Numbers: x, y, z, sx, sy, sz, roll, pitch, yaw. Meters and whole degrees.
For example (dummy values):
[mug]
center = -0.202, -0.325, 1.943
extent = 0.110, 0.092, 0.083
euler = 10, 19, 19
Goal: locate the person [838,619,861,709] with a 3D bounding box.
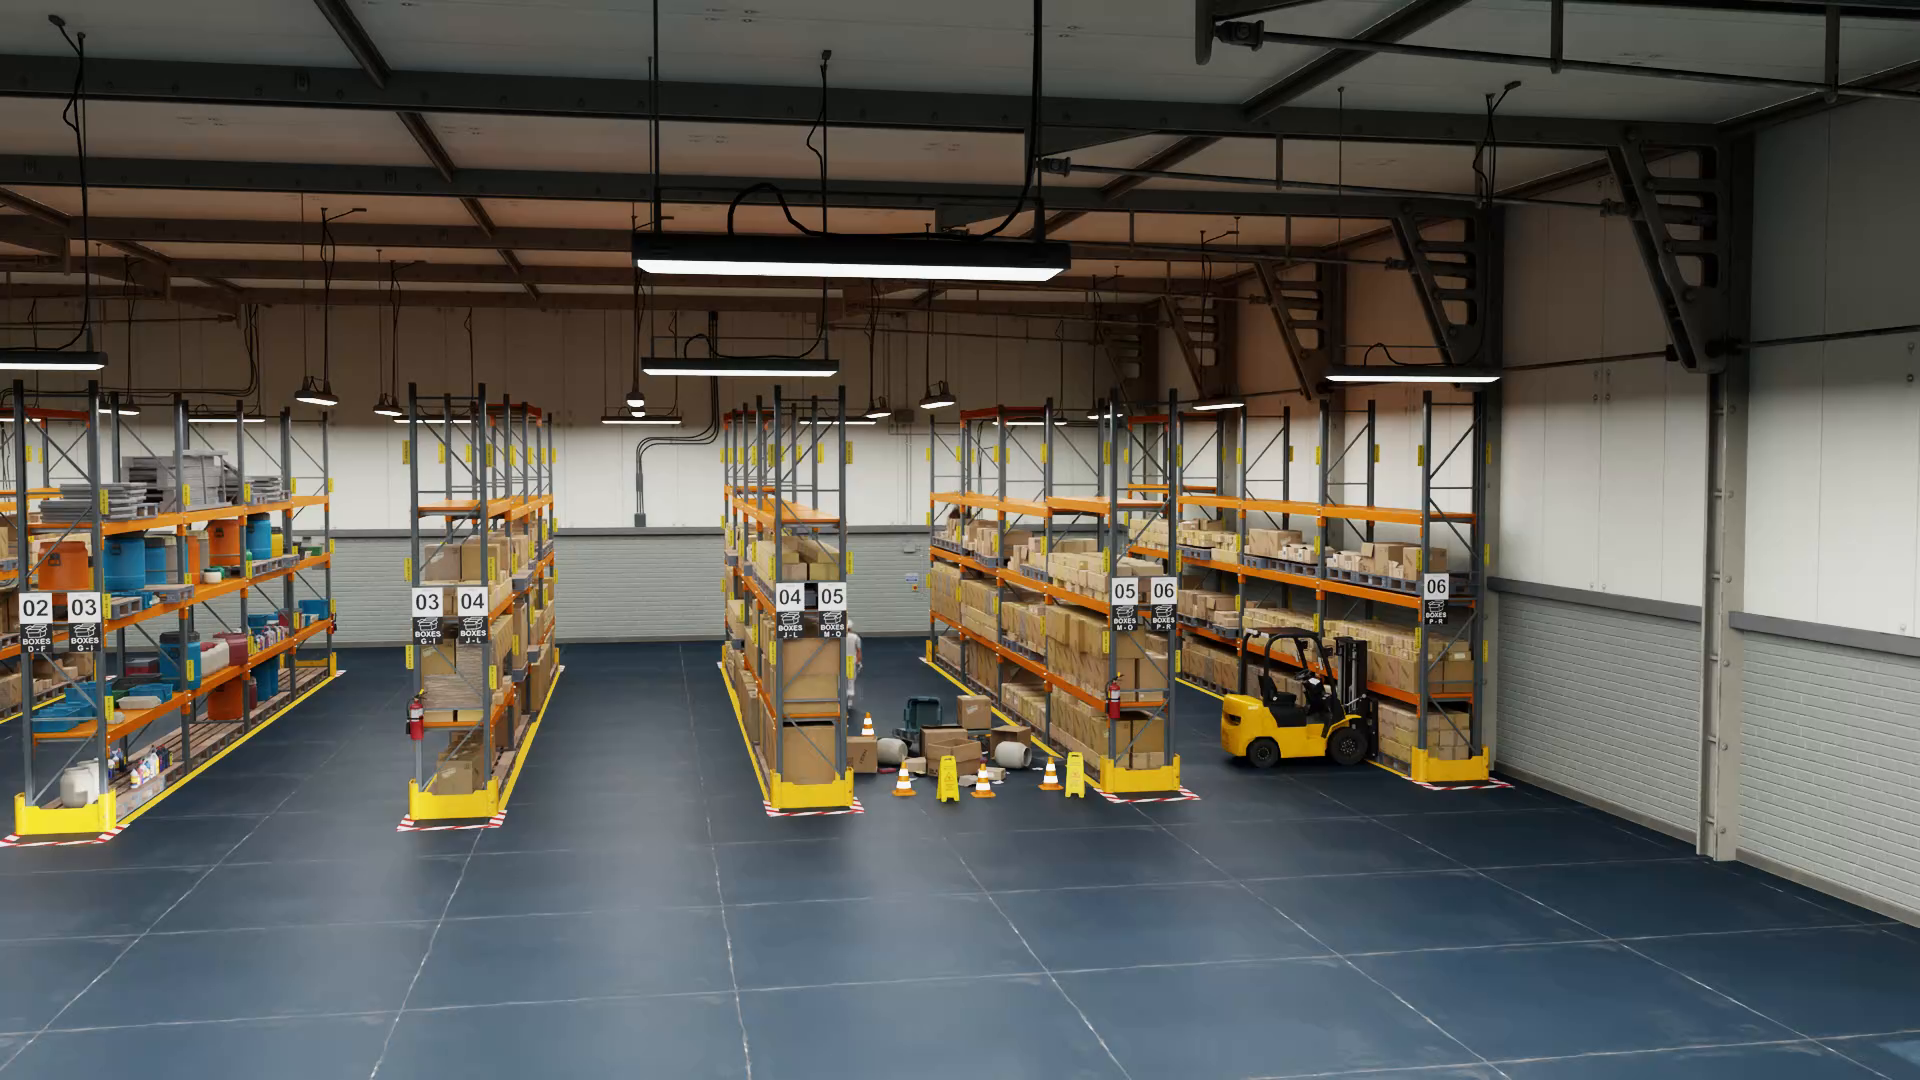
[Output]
[person]
center = -2.219, 2.431, 32.745
extent = 0.557, 1.772, 0.497
euler = 0, 3, -10
